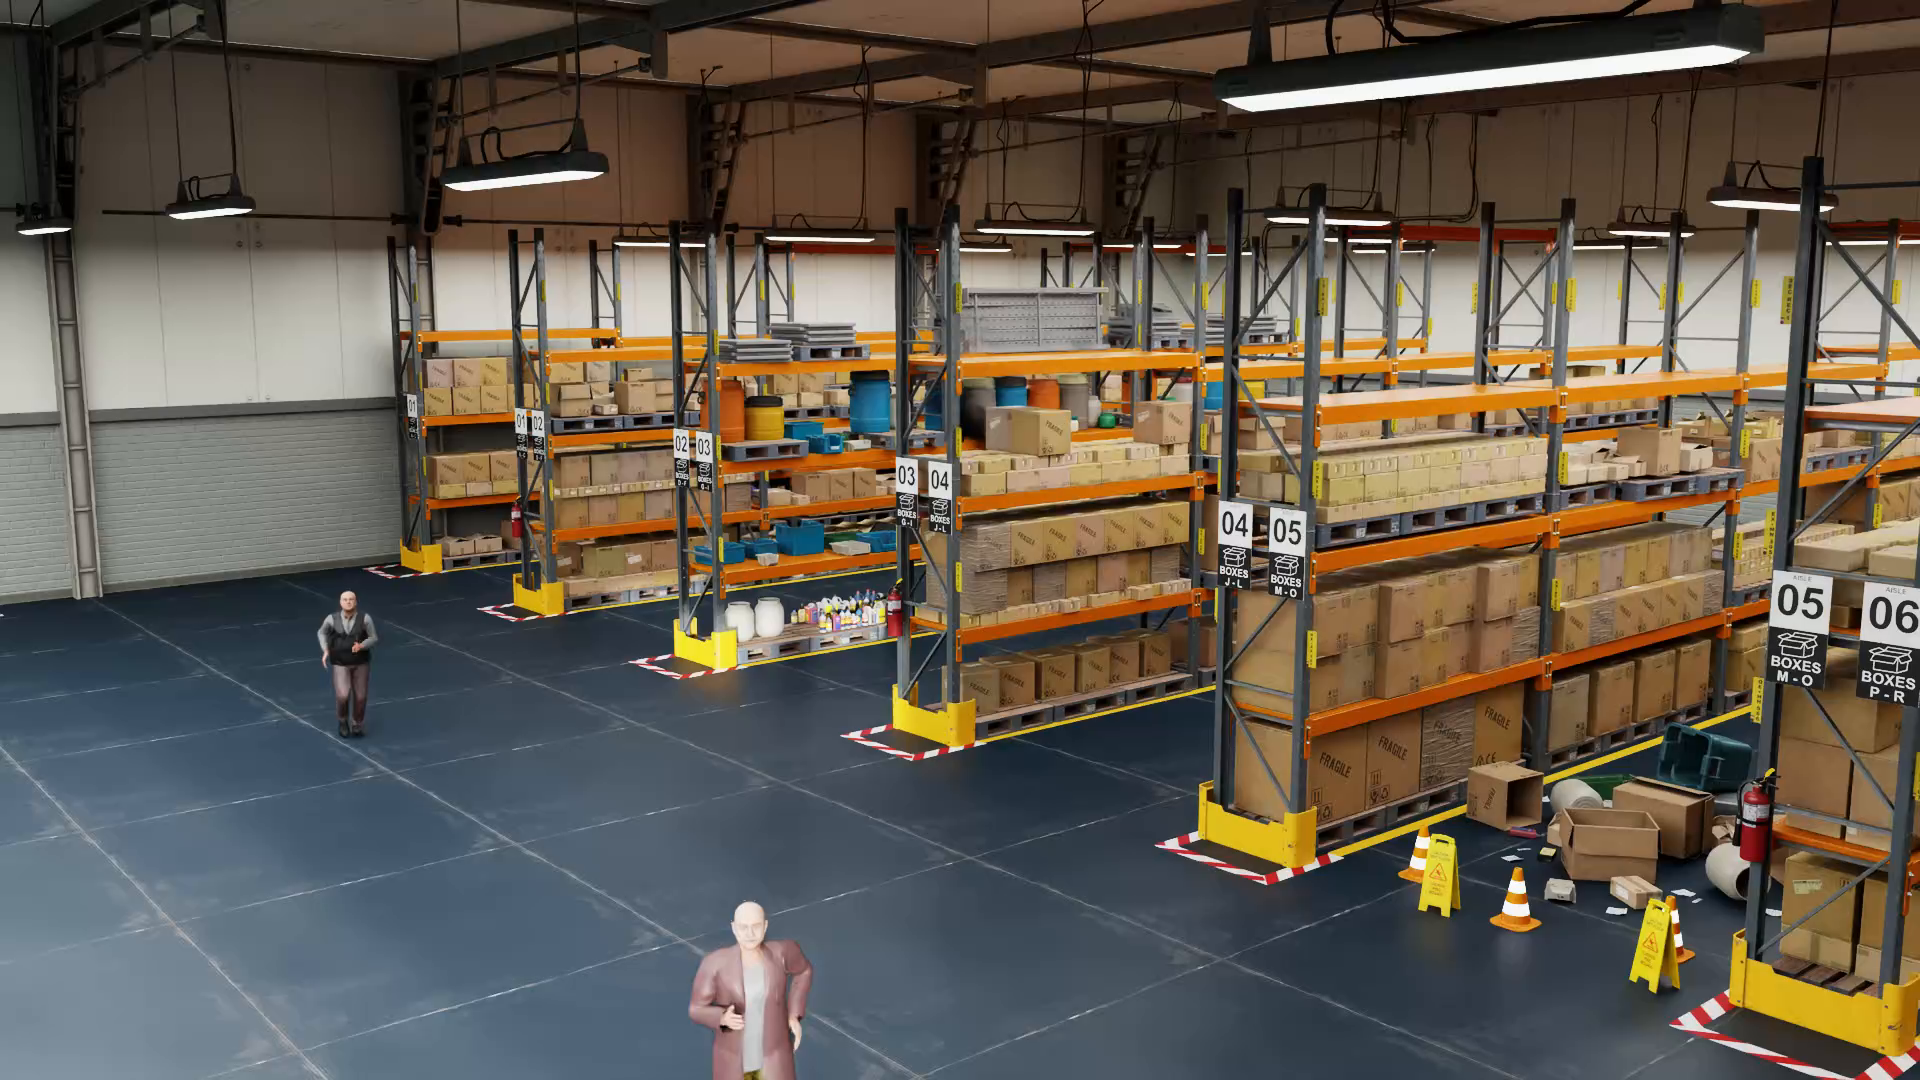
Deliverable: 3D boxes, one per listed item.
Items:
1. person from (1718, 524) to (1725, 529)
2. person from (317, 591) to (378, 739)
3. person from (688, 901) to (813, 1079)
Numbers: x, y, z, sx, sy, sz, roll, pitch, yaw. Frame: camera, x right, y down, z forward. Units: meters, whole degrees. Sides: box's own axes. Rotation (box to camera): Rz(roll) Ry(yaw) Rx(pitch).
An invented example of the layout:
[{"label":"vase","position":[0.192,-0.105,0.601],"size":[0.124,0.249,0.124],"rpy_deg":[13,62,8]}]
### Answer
[{"label":"person","position":[11.311,0.591,24.575],"size":[0.612,1.679,0.577],"rpy_deg":[-7,11,-37]},{"label":"person","position":[-6.934,1.426,18.901],"size":[0.634,1.692,0.663],"rpy_deg":[-4,10,-23]},{"label":"person","position":[-1.147,2.884,9.189],"size":[0.681,1.831,0.830],"rpy_deg":[-1,9,-7]}]
